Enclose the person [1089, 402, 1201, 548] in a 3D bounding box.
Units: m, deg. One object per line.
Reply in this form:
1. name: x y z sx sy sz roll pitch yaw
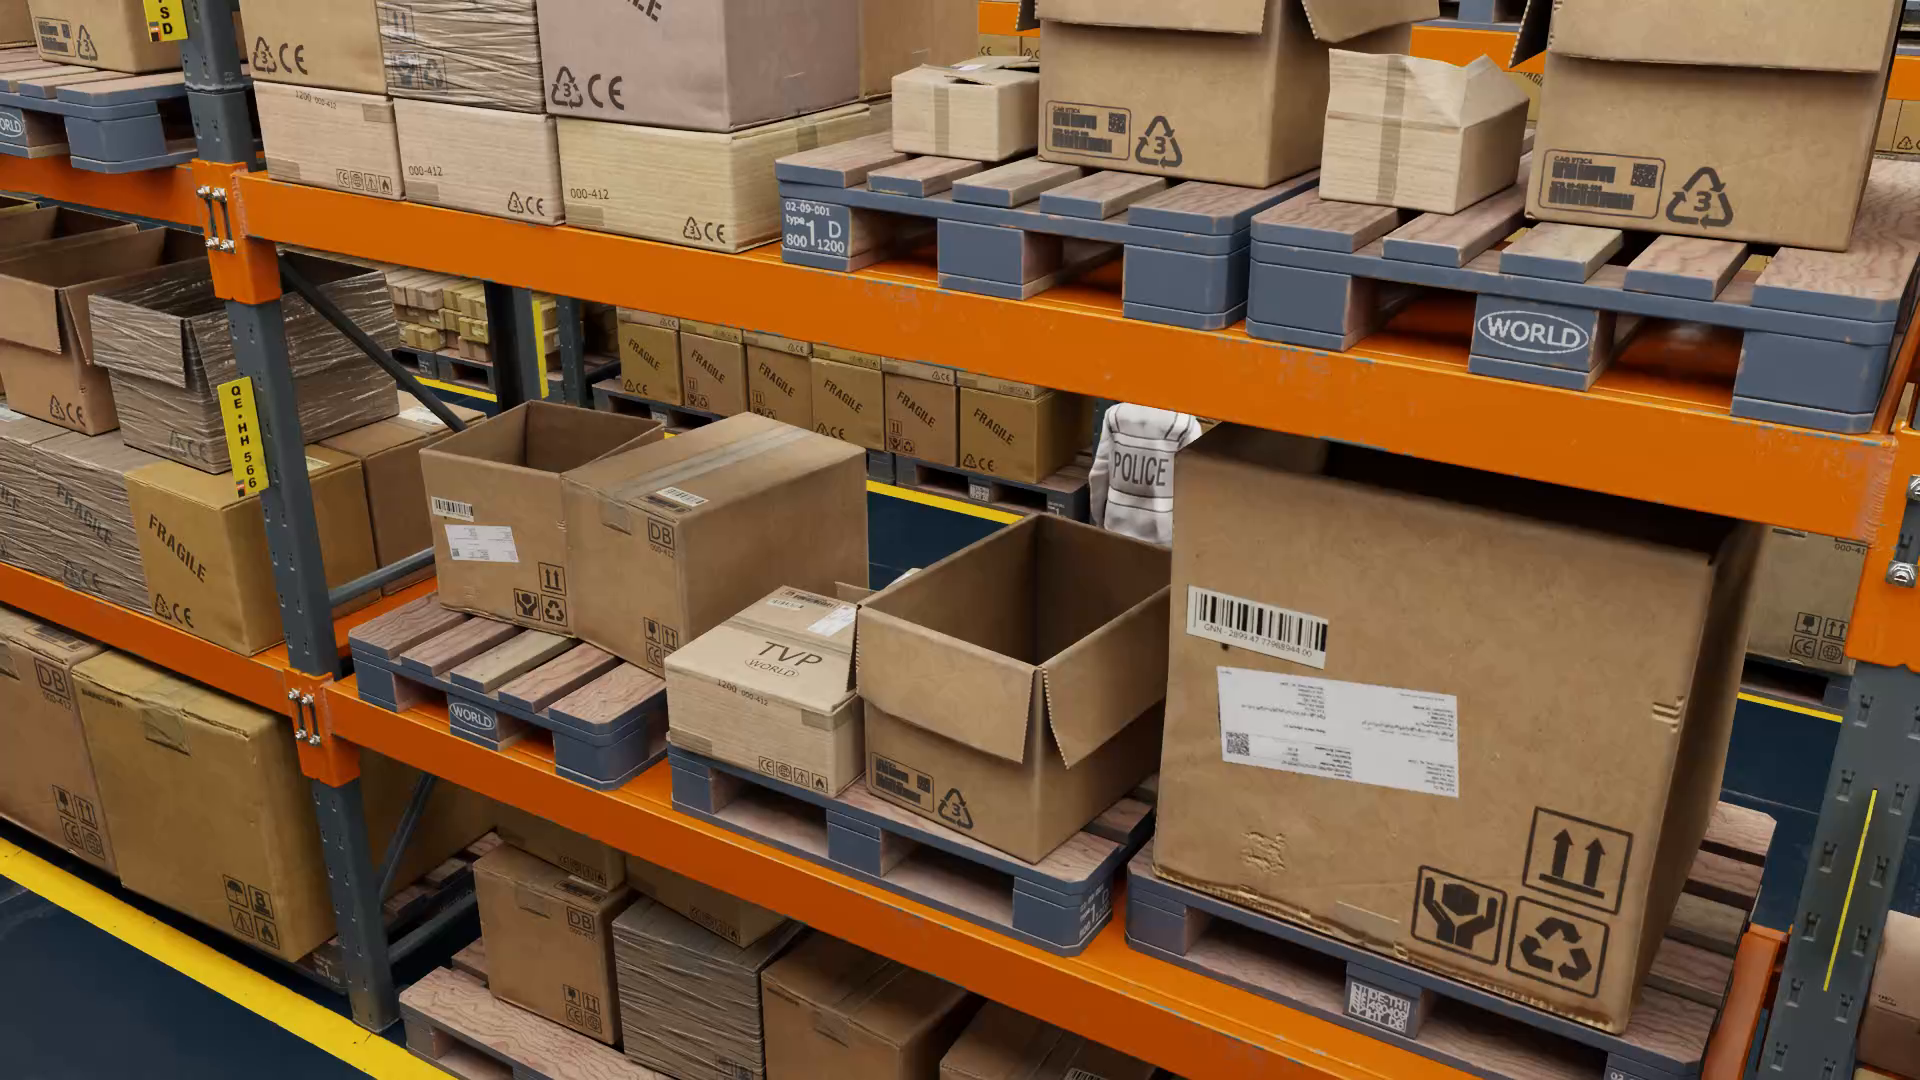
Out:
1. person: 0.828 -0.044 7.192 0.547 1.665 0.412 12 26 26
